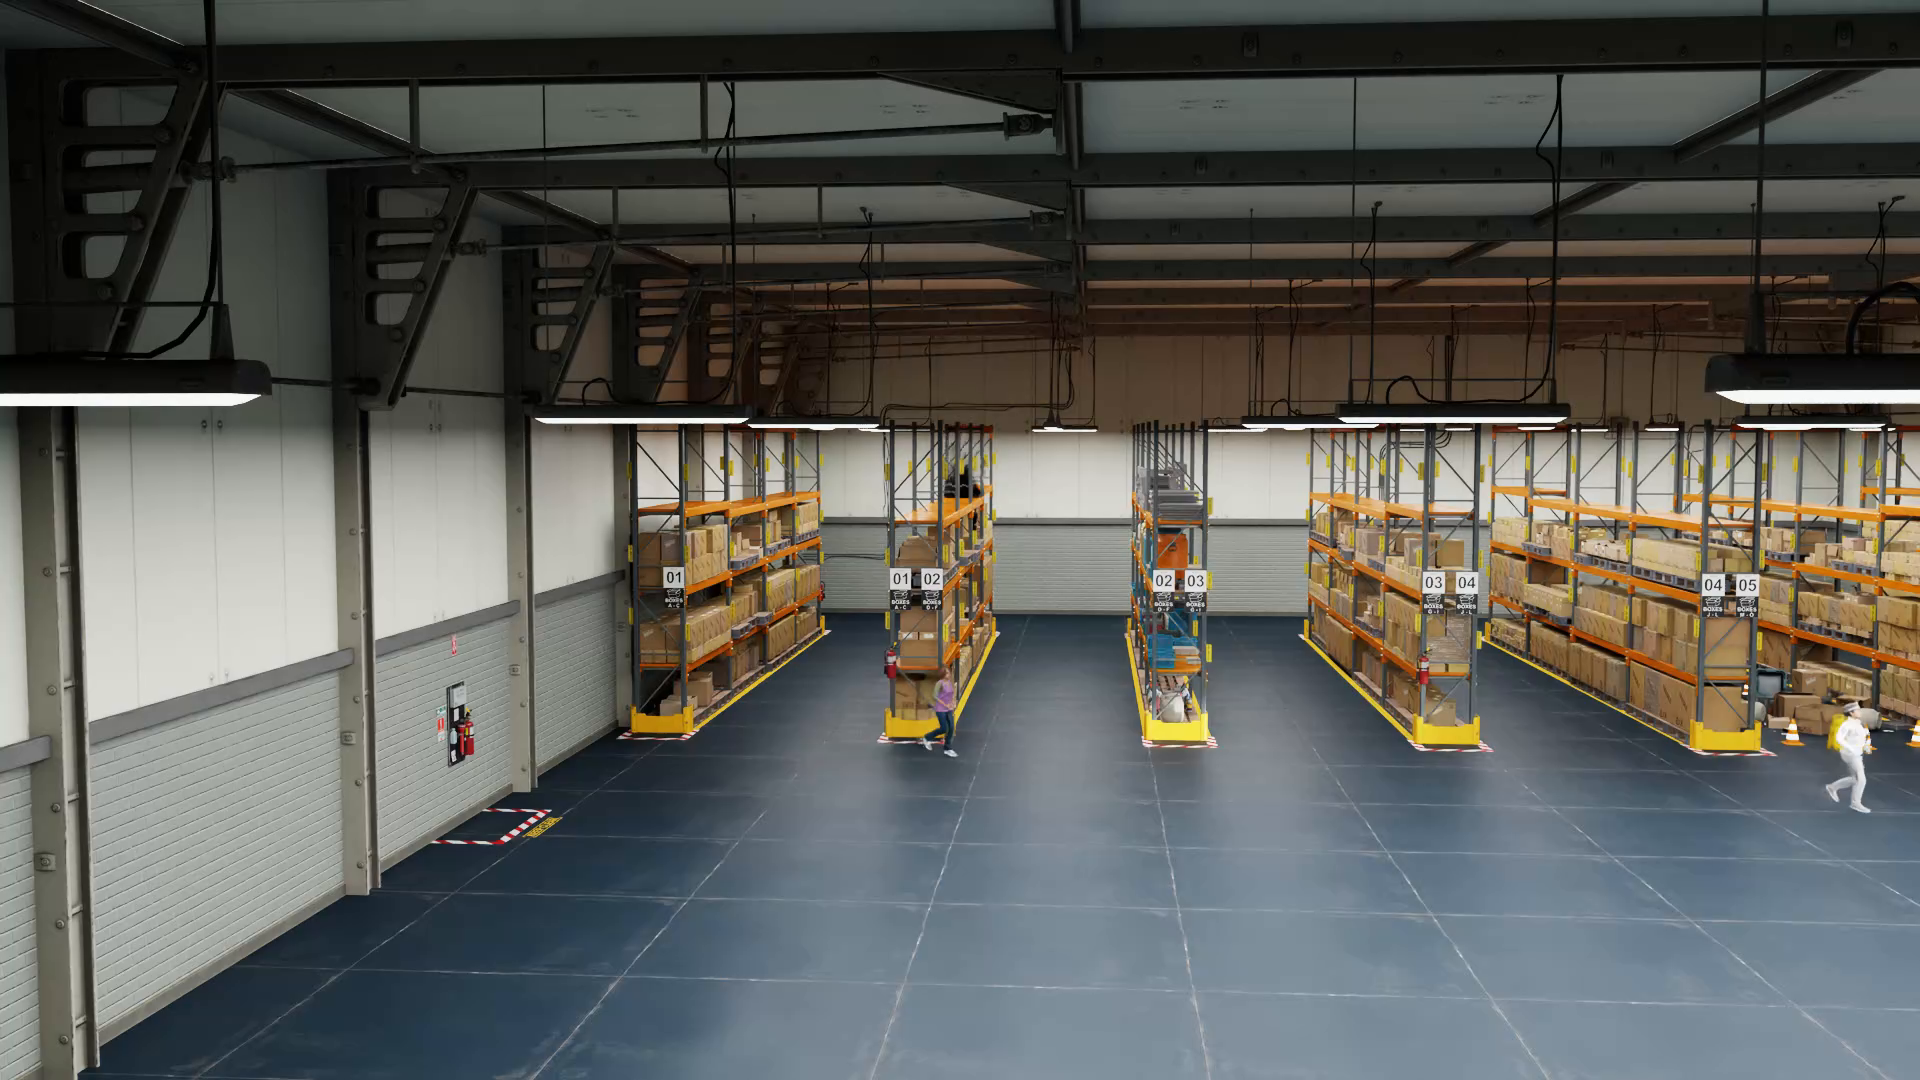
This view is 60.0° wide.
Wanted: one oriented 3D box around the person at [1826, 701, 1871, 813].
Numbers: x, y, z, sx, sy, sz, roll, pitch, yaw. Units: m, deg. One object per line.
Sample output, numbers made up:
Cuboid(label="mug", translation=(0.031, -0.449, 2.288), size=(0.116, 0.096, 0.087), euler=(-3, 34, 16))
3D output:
Cuboid(label="person", translation=(13.556, 3.284, 25.378), size=(0.661, 1.682, 0.627), euler=(4, 5, 44))

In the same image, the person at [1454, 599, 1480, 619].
Cuboid(label="person", translation=(13.255, 2.096, 43.550), size=(0.741, 1.734, 0.752), euler=(1, 4, 12))

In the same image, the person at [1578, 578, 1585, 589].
Cuboid(label="person", translation=(17.657, 1.902, 47.442), size=(0.610, 1.640, 0.583), euler=(1, 4, 9))

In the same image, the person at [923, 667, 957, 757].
Cuboid(label="person", translation=(-0.327, 3.058, 29.759), size=(0.680, 1.593, 0.566), euler=(2, 4, 33))
